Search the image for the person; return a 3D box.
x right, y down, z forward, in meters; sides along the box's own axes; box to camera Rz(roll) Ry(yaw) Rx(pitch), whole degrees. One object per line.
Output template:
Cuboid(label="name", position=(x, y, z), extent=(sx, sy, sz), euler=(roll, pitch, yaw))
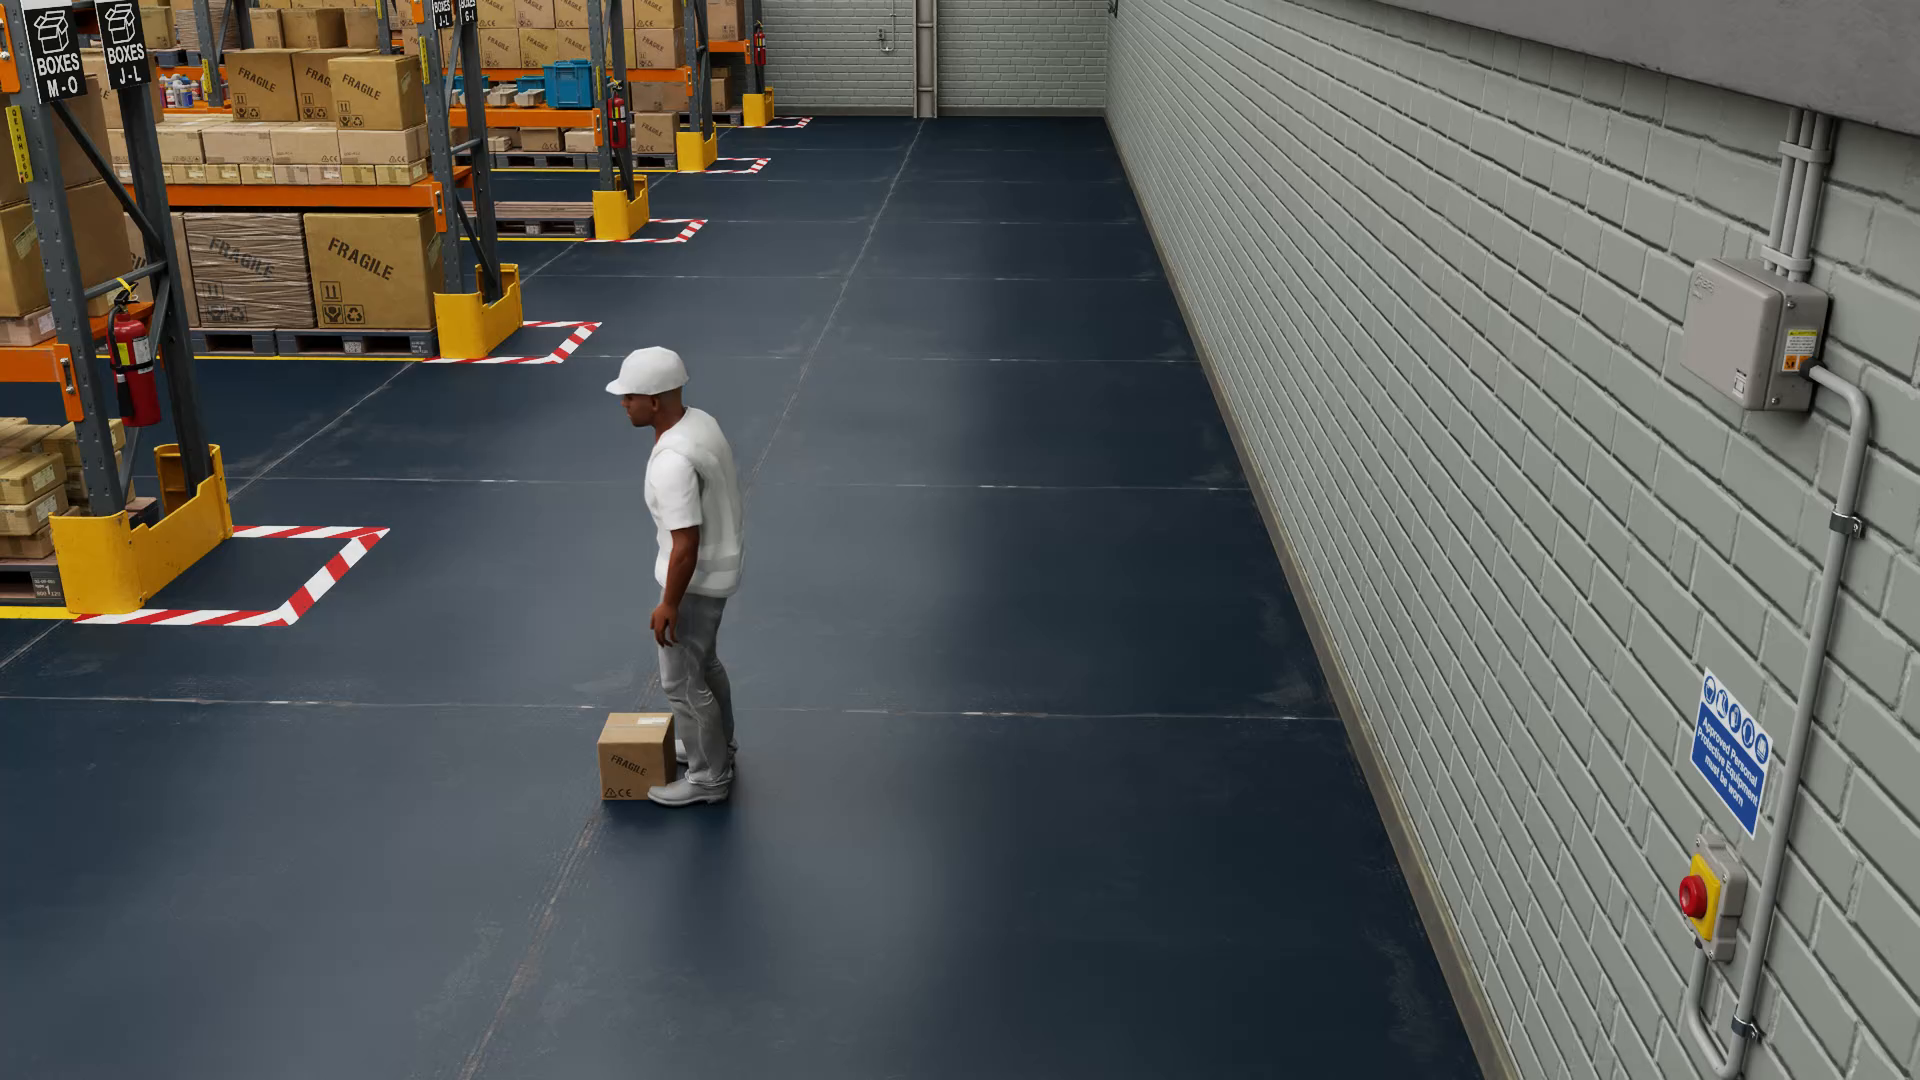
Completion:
Cuboid(label="person", position=(-1.028, 0.135, 6.194), extent=(0.458, 1.761, 0.638), euler=(0, 21, 0))
